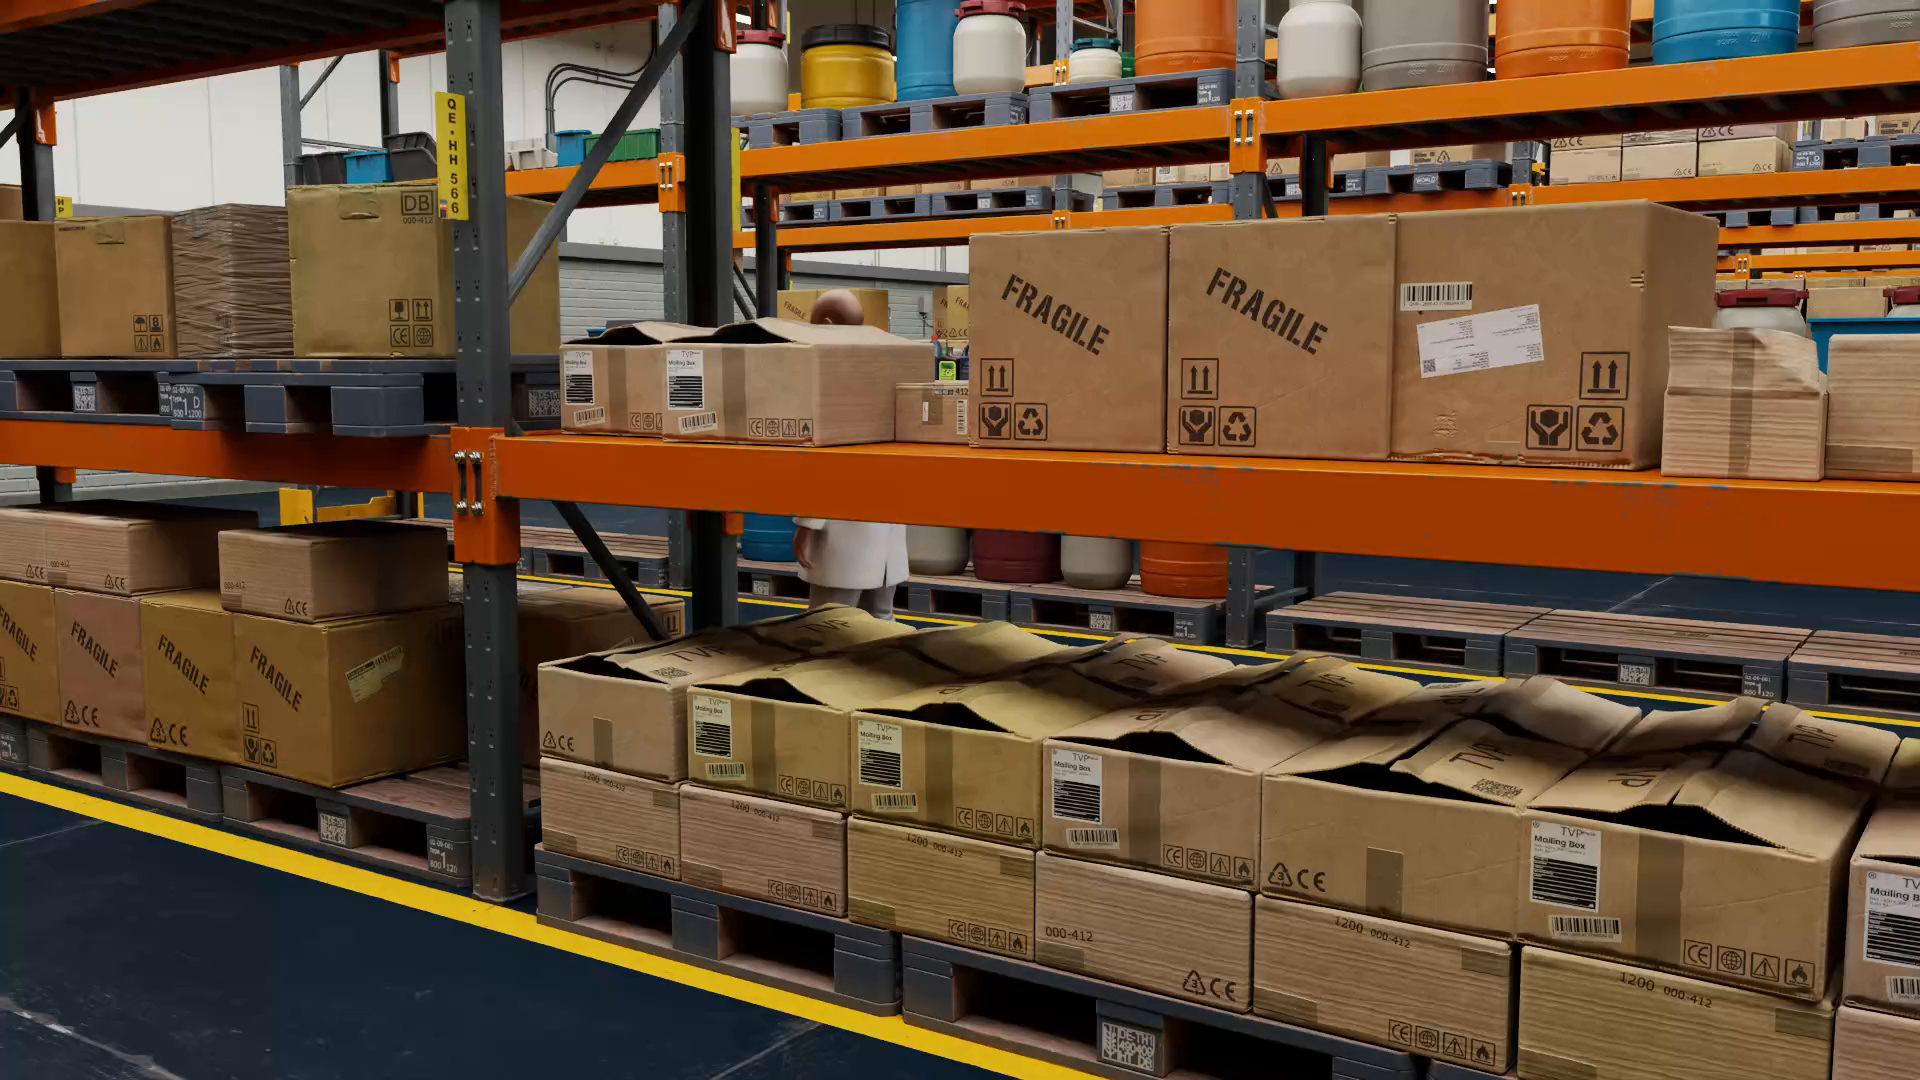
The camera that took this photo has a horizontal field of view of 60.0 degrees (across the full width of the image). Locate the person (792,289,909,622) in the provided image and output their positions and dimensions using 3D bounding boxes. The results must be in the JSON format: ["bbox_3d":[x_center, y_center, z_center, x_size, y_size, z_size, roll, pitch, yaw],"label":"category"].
[{"bbox_3d":[-0.413,-0.066,6.366,0.423,1.775,0.655,4,7,31],"label":"person"}]
